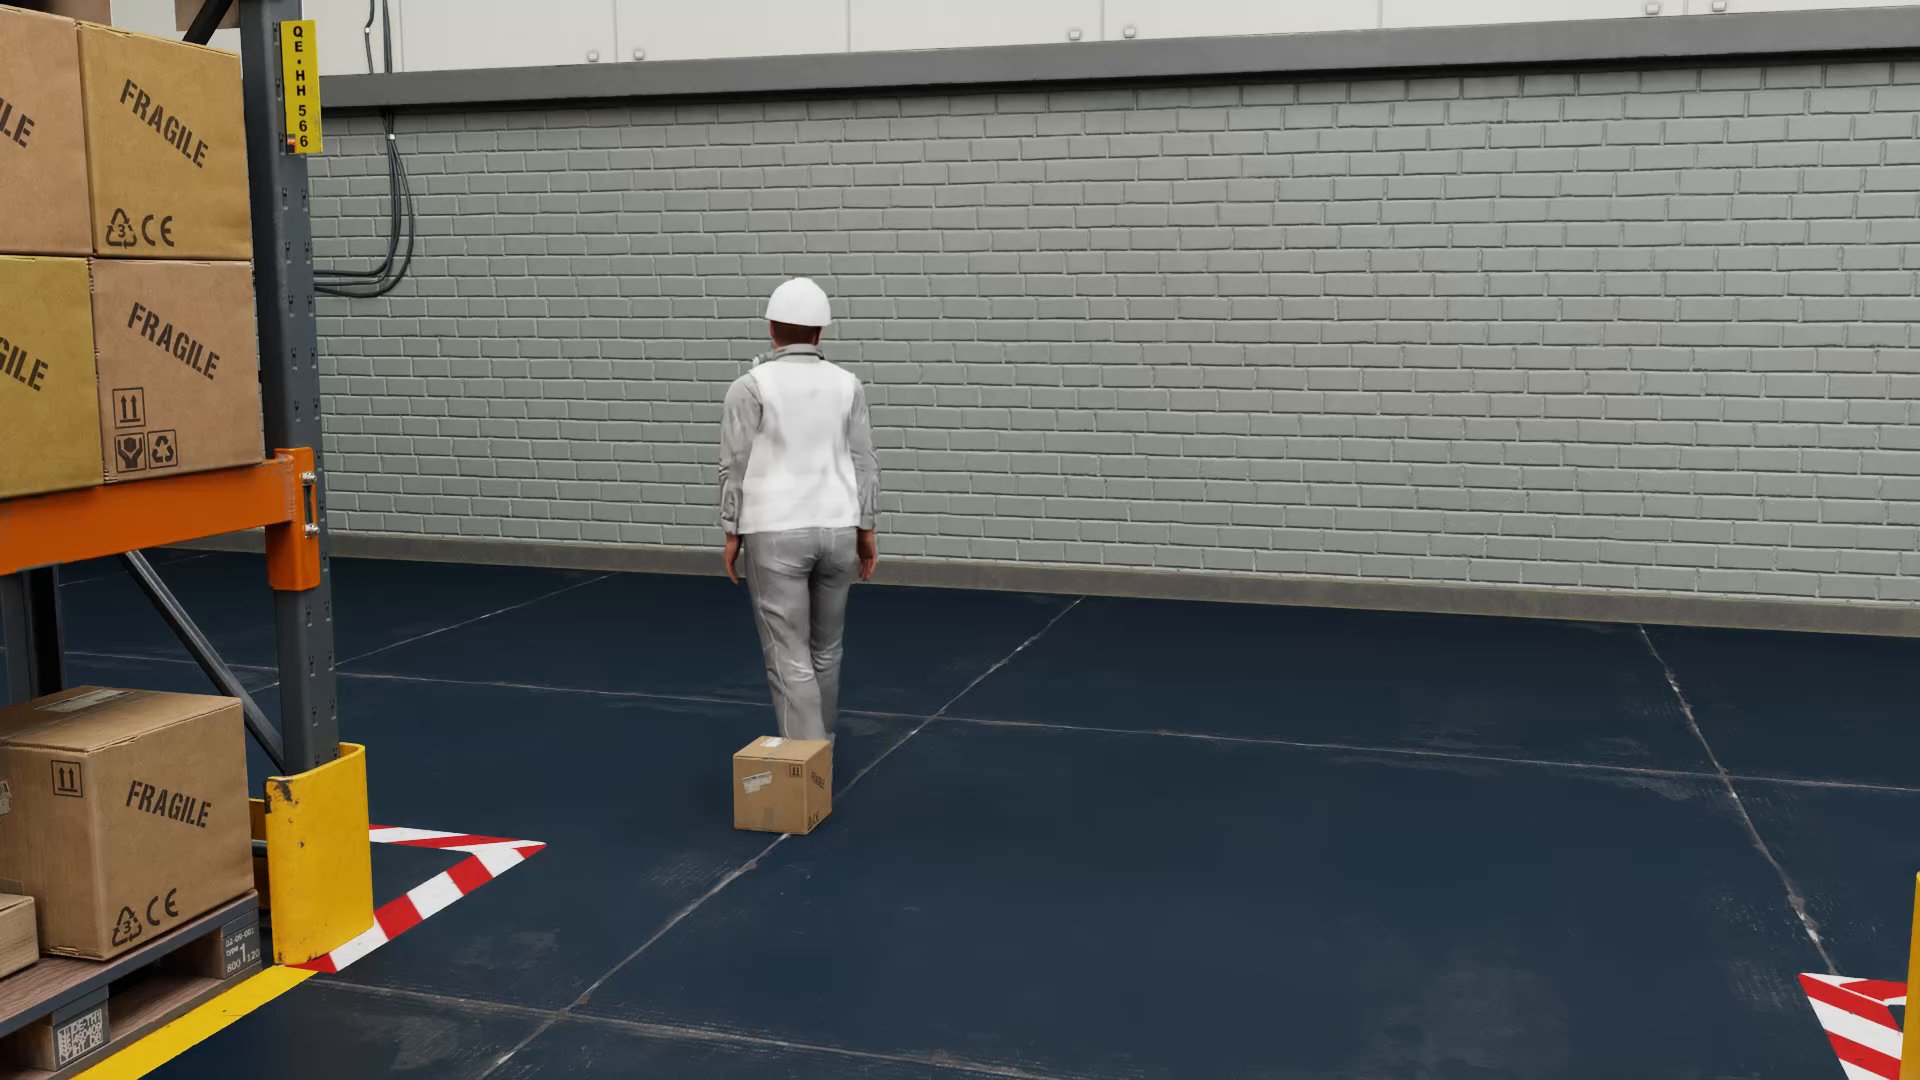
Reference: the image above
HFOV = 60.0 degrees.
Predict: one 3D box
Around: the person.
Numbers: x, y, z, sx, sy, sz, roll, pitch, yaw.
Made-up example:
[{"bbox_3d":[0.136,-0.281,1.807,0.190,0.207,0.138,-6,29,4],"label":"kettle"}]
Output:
[{"bbox_3d":[-0.568,-0.014,5.769,0.578,1.772,0.617,-6,10,-35],"label":"person"}]
